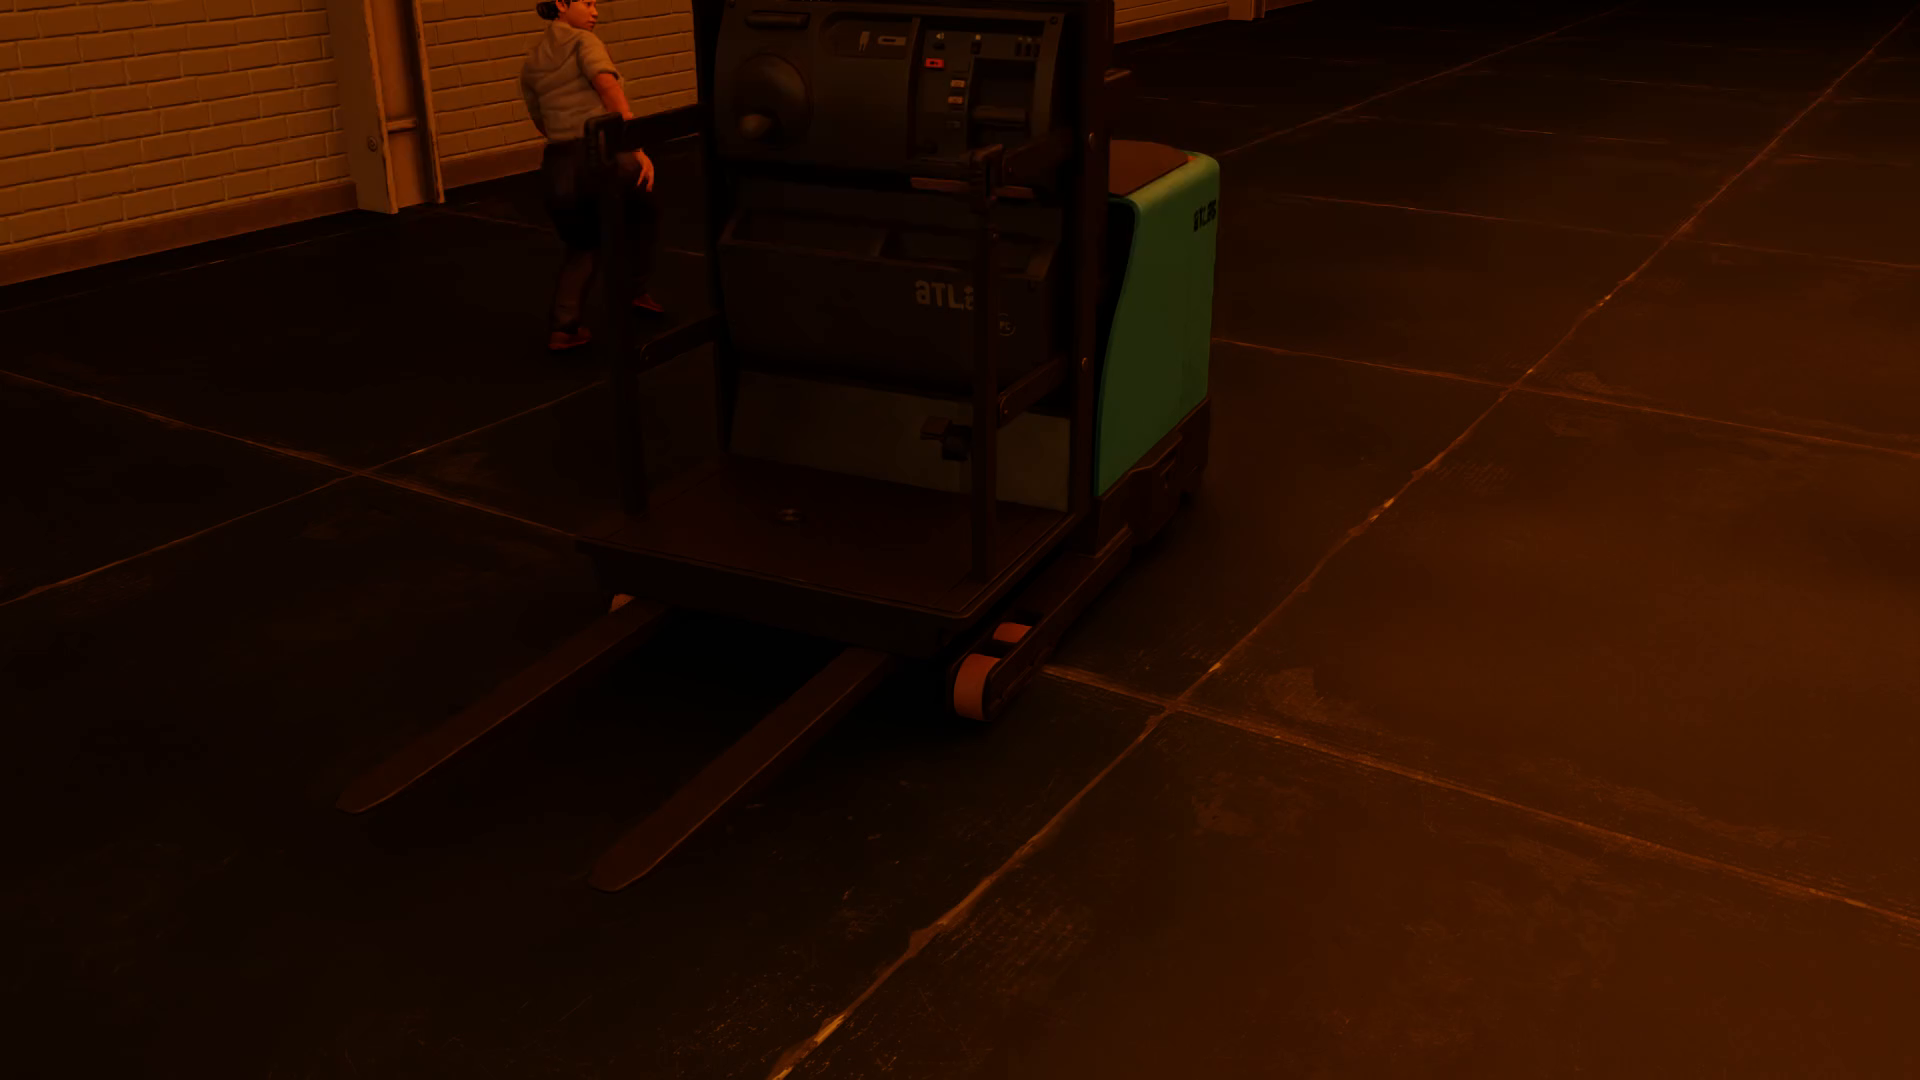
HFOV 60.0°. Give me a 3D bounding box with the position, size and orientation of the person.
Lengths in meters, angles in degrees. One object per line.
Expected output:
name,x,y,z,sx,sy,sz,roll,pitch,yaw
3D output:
person,-1.422,-1.527,6.777,0.703,1.473,0.729,7,24,16

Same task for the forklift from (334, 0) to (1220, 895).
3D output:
forklift,-0.279,-1.102,3.891,1.130,2.935,3.031,11,25,23
